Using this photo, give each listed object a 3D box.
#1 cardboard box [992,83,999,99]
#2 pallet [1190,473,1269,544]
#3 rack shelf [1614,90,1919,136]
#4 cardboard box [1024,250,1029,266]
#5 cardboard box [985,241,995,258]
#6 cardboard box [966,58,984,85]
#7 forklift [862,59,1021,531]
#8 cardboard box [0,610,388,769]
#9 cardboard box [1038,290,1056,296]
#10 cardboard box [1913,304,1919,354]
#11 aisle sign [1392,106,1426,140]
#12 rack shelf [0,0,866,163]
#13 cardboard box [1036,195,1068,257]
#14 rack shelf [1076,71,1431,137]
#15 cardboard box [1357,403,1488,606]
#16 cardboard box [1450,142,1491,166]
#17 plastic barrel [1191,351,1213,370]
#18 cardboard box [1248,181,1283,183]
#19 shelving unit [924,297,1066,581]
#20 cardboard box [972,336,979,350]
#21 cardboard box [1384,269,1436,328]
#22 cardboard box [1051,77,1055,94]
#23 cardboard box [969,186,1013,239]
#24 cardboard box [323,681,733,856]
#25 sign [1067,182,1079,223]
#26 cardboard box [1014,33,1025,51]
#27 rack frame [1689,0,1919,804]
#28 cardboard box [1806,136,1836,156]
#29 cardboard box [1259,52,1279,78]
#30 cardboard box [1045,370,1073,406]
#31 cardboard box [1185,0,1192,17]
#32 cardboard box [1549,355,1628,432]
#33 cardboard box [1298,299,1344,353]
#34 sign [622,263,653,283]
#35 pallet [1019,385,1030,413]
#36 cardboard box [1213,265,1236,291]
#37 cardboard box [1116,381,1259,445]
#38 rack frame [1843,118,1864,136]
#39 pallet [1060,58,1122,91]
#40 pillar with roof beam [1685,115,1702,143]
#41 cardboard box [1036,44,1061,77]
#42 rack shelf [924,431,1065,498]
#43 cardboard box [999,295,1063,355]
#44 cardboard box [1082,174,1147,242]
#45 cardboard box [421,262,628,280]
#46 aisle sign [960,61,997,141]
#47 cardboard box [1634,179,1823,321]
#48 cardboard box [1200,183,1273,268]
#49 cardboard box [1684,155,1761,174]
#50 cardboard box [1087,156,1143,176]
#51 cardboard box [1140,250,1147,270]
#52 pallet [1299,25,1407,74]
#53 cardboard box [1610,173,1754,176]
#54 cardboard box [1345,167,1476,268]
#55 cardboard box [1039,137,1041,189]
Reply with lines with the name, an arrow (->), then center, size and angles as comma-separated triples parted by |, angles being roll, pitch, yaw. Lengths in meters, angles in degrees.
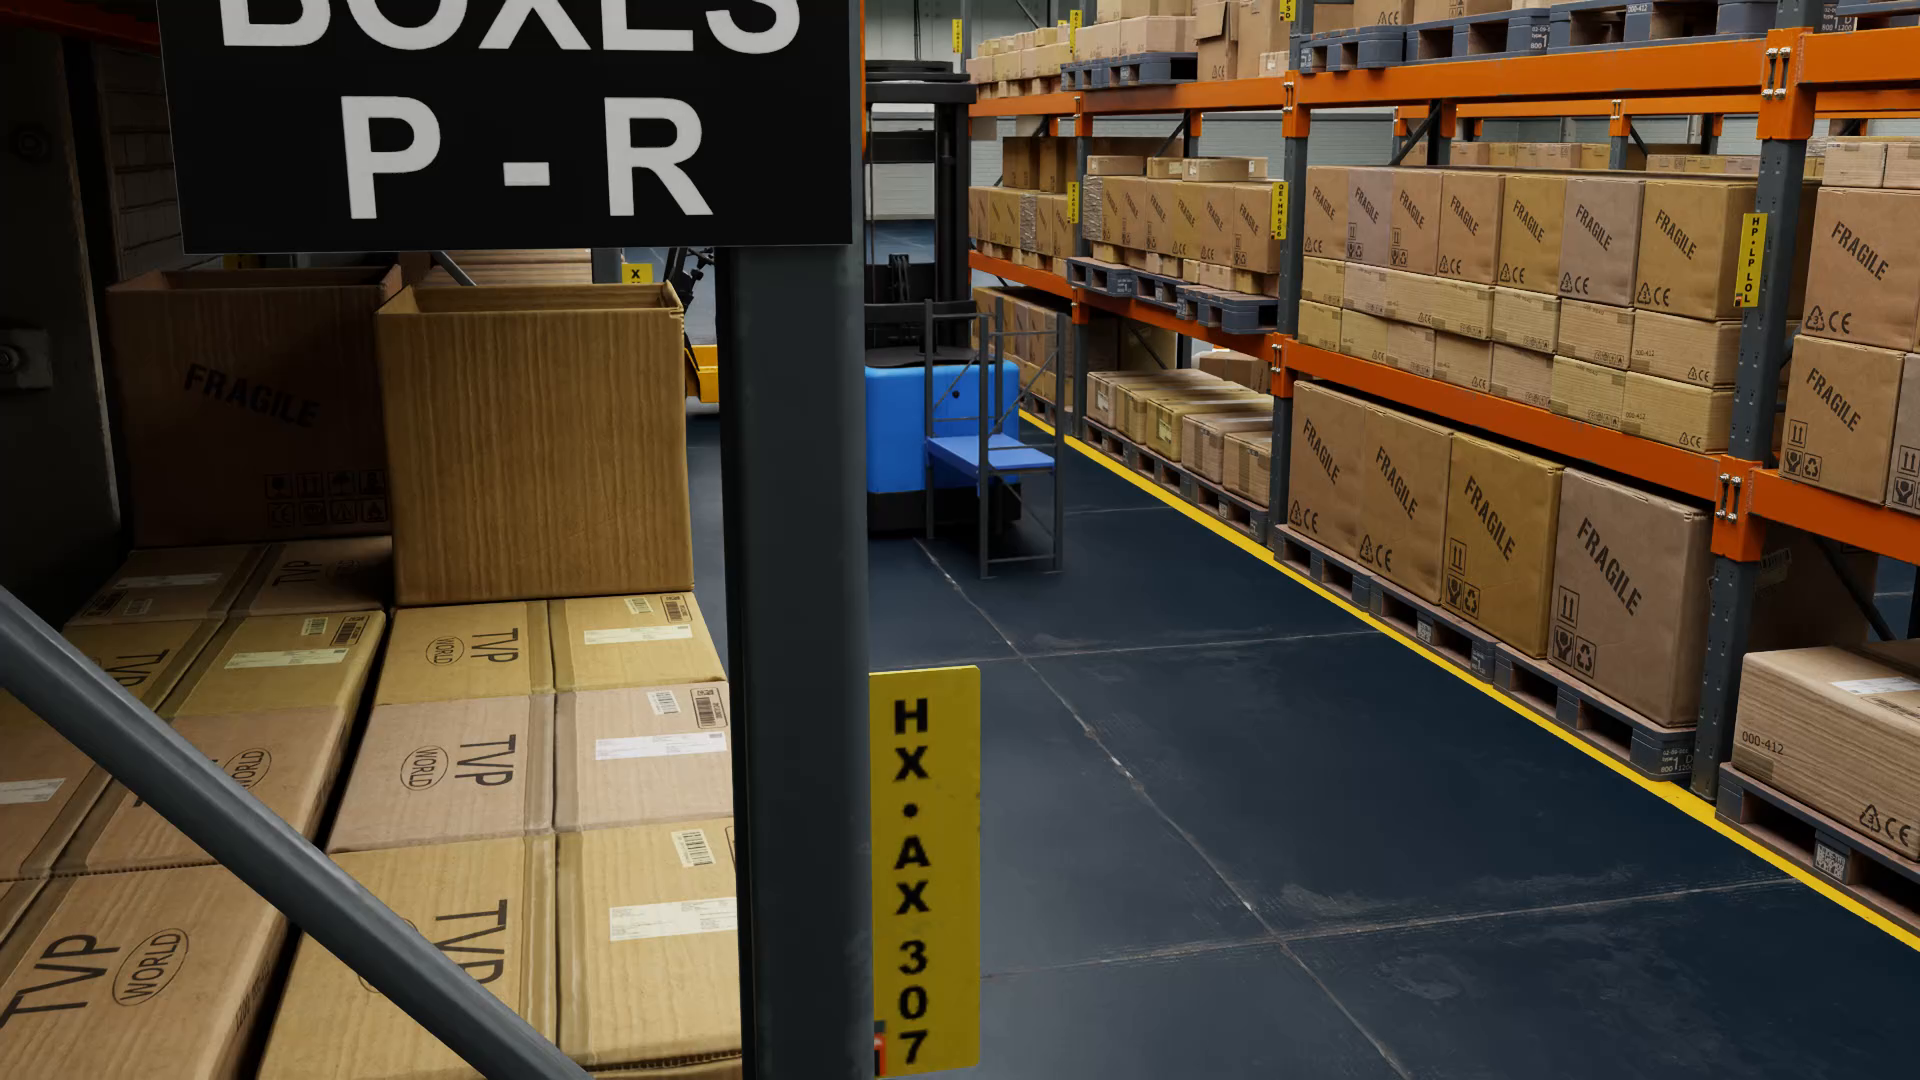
cardboard box -> 0.527, -4.331, 16.042 | 0.380, 0.149, 0.250 | -3, 14, -14
pallet -> 2.201, -0.245, 10.985 | 1.003, 0.211, 1.213 | -3, 14, -13
rack shelf -> 6.702, -3.287, 12.758 | 1.077, 0.370, 4.000 | -3, 14, -13
cardboard box -> 0.799, -2.572, 15.163 | 0.380, 0.149, 0.250 | -4, 14, -14
cardboard box -> 0.455, -2.868, 16.377 | 0.380, 0.149, 0.250 | -3, 14, -12
cardboard box -> 0.364, -4.663, 16.560 | 0.500, 0.250, 0.500 | -4, 14, -14
forklift -> -0.558, -1.784, 11.552 | 1.130, 2.935, 3.031 | -5, 14, -18
cardboard box -> -1.159, 0.307, 2.538 | 0.500, 0.250, 0.500 | -3, 14, -11
cardboard box -> 1.072, -2.207, 16.468 | 0.500, 0.500, 0.500 | -3, 14, -11
cardboard box -> 3.312, -0.790, 5.025 | 0.500, 0.500, 0.500 | -3, 14, -14
aisle sign -> 4.984, -4.826, 18.384 | 0.394, 0.787, 0.004 | -3, 14, -13
rack shelf -> -1.031, -0.865, 2.843 | 1.077, 0.370, 4.000 | -3, 14, -13
cardboard box -> 0.970, -2.742, 14.493 | 0.500, 0.500, 0.500 | -3, 14, -11
rack shelf -> 1.914, -2.988, 11.533 | 1.077, 0.370, 4.000 | -3, 14, -13
cardboard box -> 2.670, -0.221, 8.603 | 0.875, 0.875, 0.875 | -3, 14, -13
cardboard box -> 5.560, -3.815, 17.131 | 0.875, 0.550, 0.550 | -3, 14, -13
plastic barrel -> 2.461, -1.621, 16.170 | 0.512, 0.421, 0.421 | 7, 15, 26
cardboard box -> 2.242, -2.175, 11.287 | 0.500, 0.500, 0.500 | -3, 14, -12
shelving unit -> 0.188, -0.634, 9.861 | 0.538, 1.500, 1.048 | -5, 14, -18
cardboard box -> 0.425, -1.931, 16.921 | 0.500, 0.250, 0.500 | -3, 14, -14
cardboard box -> 2.488, -1.224, 8.377 | 0.500, 0.250, 0.500 | -3, 14, -13
cardboard box -> 1.003, -3.915, 14.339 | 0.380, 0.149, 0.250 | -4, 14, -15
cardboard box -> 0.346, -3.333, 16.912 | 0.500, 0.500, 0.500 | -4, 14, -14
cardboard box -> -0.525, 0.396, 2.174 | 0.500, 0.250, 0.500 | -3, 14, -13
sign -> 0.918, -2.730, 13.459 | 0.100, 0.325, 0.005 | -3, 14, -13
cardboard box -> 0.701, -4.478, 14.963 | 0.380, 0.149, 0.250 | -3, 14, -12
rack frame -> 3.323, -0.496, 6.138 | 1.000, 3.000, 0.127 | -3, 14, -13
cardboard box -> 10.002, -4.354, 18.983 | 0.500, 0.500, 0.500 | -3, 14, -13
cardboard box -> 2.039, -2.872, 10.072 | 0.380, 0.149, 0.250 | -3, 14, -13
cardboard box -> 1.044, -1.332, 14.466 | 0.500, 0.250, 0.500 | -3, 14, -11
cardboard box -> 1.704, -4.046, 12.727 | 0.500, 0.250, 0.500 | -3, 14, -12
cardboard box -> 2.854, -0.630, 7.003 | 0.500, 0.250, 0.500 | -3, 14, -14
cardboard box -> 2.254, -1.219, 9.414 | 0.500, 0.250, 0.500 | -4, 14, -14
sign -> -0.975, -0.671, 5.031 | 0.100, 0.325, 0.005 | -3, 14, -13
pallet -> 0.962, -1.422, 15.804 | 1.003, 0.211, 1.213 | -3, 14, -13
cardboard box -> 1.842, -1.677, 10.616 | 0.380, 0.149, 0.250 | -3, 14, -14
cardboard box -> 1.742, -0.983, 12.782 | 0.950, 0.372, 0.625 | -2, 14, -10
rack frame -> 10.138, -3.817, 19.730 | 1.000, 3.000, 0.127 | -3, 14, -13
pallet -> 1.486, -3.559, 12.752 | 1.213, 0.211, 1.003 | -3, 14, -13
pillar with roof beam -> 15.766, -12.743, 43.625 | 9.100, 9.000, 0.400 | -3, 14, -13
cardboard box -> 0.959, -4.074, 14.151 | 0.500, 0.250, 0.500 | -4, 14, -14
rack shelf -> 0.188, -0.459, 9.904 | 0.538, 0.185, 1.000 | -5, 14, -18
cardboard box -> 0.668, -2.054, 15.842 | 0.500, 0.500, 0.500 | -3, 14, -12
cardboard box -> 1.275, -2.615, 13.087 | 0.500, 0.500, 0.500 | -3, 14, -12
cardboard box -> -1.519, -0.715, 5.938 | 0.700, 0.500, 0.500 | -3, 14, -13
aisle sign -> 0.189, -4.525, 17.149 | 0.394, 0.787, 0.004 | -3, 14, -13
cardboard box -> 2.974, -1.120, 6.372 | 0.500, 0.500, 0.500 | -3, 14, -11
cardboard box -> 1.874, -2.024, 10.670 | 0.500, 0.500, 0.500 | -4, 14, -14
cardboard box -> 6.477, -2.943, 13.834 | 0.700, 0.500, 0.500 | -4, 14, -14
cardboard box -> 1.211, -2.926, 12.994 | 0.380, 0.149, 0.250 | -3, 14, -13
cardboard box -> 1.534, -2.041, 12.104 | 0.380, 0.149, 0.250 | -3, 14, -13
pallet -> 2.586, -2.639, 8.986 | 1.213, 0.211, 1.003 | -3, 14, -11
cardboard box -> 3.237, -1.380, 7.437 | 0.500, 0.500, 0.500 | -4, 14, -15
cardboard box -> 2.388, -1.712, 8.797 | 0.500, 0.500, 0.500 | -3, 14, -13
cardboard box -> 1.168, -3.609, 15.933 | 0.700, 0.500, 0.500 | -3, 14, -14
